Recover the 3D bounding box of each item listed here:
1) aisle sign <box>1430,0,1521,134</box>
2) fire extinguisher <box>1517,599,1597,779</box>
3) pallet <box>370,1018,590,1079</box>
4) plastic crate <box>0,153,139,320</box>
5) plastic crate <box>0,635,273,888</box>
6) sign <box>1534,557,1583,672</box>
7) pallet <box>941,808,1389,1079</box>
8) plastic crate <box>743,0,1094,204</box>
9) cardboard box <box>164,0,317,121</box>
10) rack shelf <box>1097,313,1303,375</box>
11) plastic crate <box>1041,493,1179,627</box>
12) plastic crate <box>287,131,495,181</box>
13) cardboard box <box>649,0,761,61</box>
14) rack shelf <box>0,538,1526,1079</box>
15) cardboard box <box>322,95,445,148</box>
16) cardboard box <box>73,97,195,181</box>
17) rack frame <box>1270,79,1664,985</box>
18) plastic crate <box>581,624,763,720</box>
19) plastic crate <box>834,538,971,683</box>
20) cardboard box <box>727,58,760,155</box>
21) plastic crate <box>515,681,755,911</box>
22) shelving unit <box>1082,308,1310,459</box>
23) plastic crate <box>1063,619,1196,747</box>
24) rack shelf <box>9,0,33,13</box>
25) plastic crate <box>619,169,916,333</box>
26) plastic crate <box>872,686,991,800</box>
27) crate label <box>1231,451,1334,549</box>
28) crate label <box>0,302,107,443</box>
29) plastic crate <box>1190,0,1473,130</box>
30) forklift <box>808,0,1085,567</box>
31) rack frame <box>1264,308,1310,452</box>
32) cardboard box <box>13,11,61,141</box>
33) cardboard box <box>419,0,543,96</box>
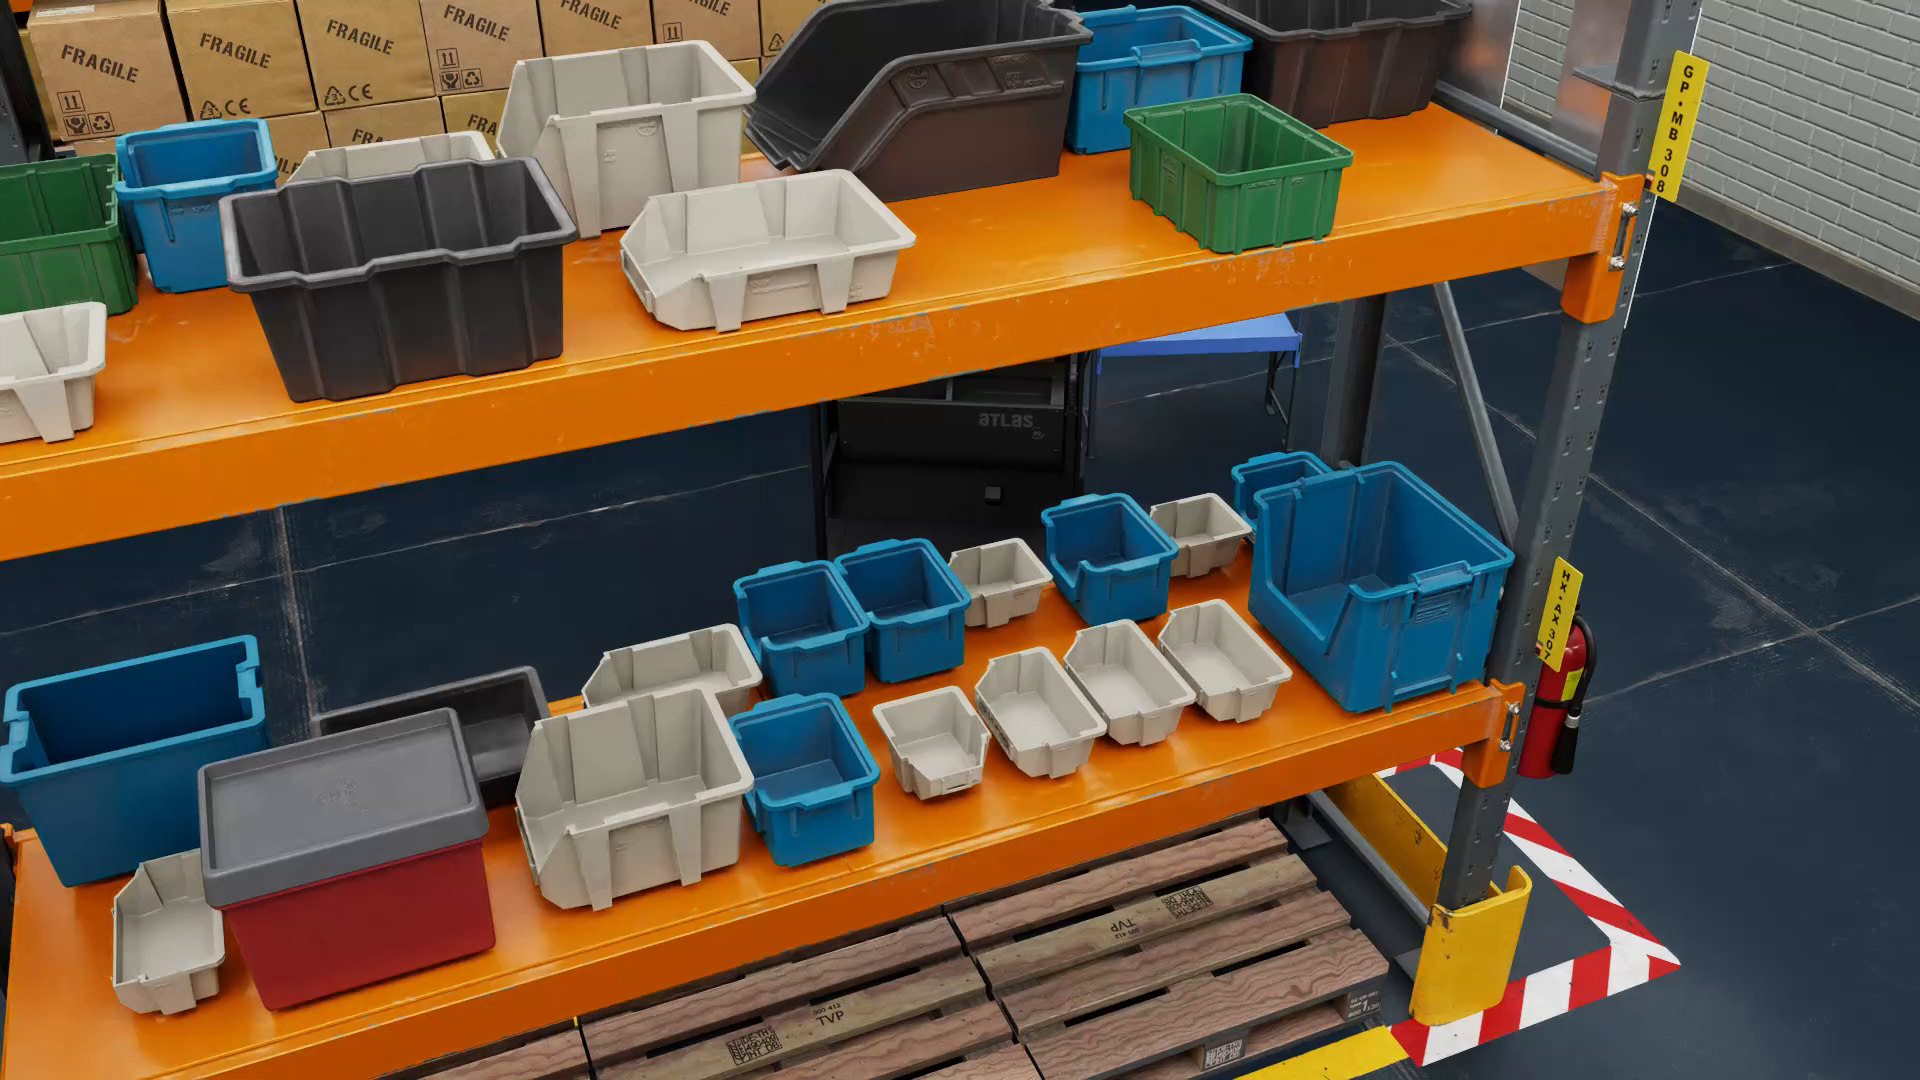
[{"bbox_3d":[1.355,-1.254,4.544,0.004,0.787,0.394,-13,35,-19],"label":"aisle sign"},{"bbox_3d":[1.718,0.385,4.820,0.183,0.674,0.296,-13,35,-19],"label":"fire extinguisher"},{"bbox_3d":[-1.622,1.838,4.731,1.213,0.211,1.003,-13,35,-19],"label":"pallet"},{"bbox_3d":[-2.011,-0.566,3.313,0.662,0.188,0.450,-13,35,-19],"label":"plastic crate"},{"bbox_3d":[-1.987,0.556,4.105,0.575,0.384,0.392,-13,35,-19],"label":"plastic crate"},{"bbox_3d":[1.631,0.205,4.536,0.005,0.325,0.100,-13,35,-19],"label":"sign"},{"bbox_3d":[0.628,1.323,5.523,1.213,0.211,1.003,-13,35,-19],"label":"pallet"},{"bbox_3d":[-0.112,-1.047,3.915,0.767,0.338,0.504,-13,35,-19],"label":"plastic crate"},{"bbox_3d":[-3.180,-2.175,7.335,0.500,0.500,0.500,-14,36,-20],"label":"cardboard box"},{"bbox_3d":[1.147,-1.043,8.307,1.000,0.185,0.538,-2,33,-4],"label":"rack shelf"},{"bbox_3d":[0.441,0.070,4.990,0.300,0.233,0.416,-13,35,-19],"label":"plastic crate"},{"bbox_3d":[-1.260,-0.762,3.663,0.466,0.136,0.293,-13,35,-19],"label":"plastic crate"},{"bbox_3d":[-1.280,-2.613,8.008,0.500,0.500,0.500,-12,35,-18],"label":"cardboard box"},{"bbox_3d":[-0.441,0.724,4.547,4.000,0.370,1.077,-13,35,-19],"label":"rack shelf"},{"bbox_3d":[-2.691,-1.874,7.788,0.500,0.500,0.500,-13,35,-19],"label":"cardboard box"},{"bbox_3d":[-3.624,-1.660,7.459,0.500,0.500,0.500,-12,35,-18],"label":"cardboard box"},{"bbox_3d":[1.403,0.000,5.000,0.127,3.000,1.000,-13,35,-19],"label":"rack frame"},{"bbox_3d":[-0.796,0.411,4.555,0.466,0.136,0.293,-13,35,-19],"label":"plastic crate"},{"bbox_3d":[-0.166,0.209,4.776,0.300,0.233,0.416,-13,35,-19],"label":"plastic crate"},{"bbox_3d":[-1.296,-2.191,8.275,0.500,0.500,0.500,-13,35,-19],"label":"cardboard box"},{"bbox_3d":[-0.806,0.639,4.071,0.530,0.282,0.437,-13,35,-19],"label":"plastic crate"},{"bbox_3d":[1.147,-1.194,8.209,1.048,1.500,0.538,-2,33,-4],"label":"shelving unit"},{"bbox_3d":[0.449,0.402,4.568,0.243,0.136,0.396,-13,35,-19],"label":"plastic crate"},{"bbox_3d":[-7.964,-3.414,10.906,4.000,0.370,1.077,-13,35,-19],"label":"rack shelf"},{"bbox_3d":[-0.406,-0.586,3.391,0.530,0.136,0.437,-13,35,-19],"label":"plastic crate"},{"bbox_3d":[-0.065,0.545,4.348,0.250,0.136,0.298,-13,35,-19],"label":"plastic crate"},{"bbox_3d":[1.048,-0.069,5.204,0.303,0.233,0.416,-13,35,-19],"label":"crate label"},{"bbox_3d":[-1.722,-0.260,2.891,0.466,0.136,0.293,-13,35,-19],"label":"crate label"},{"bbox_3d":[0.940,-1.262,4.308,0.590,0.269,0.497,-13,35,-19],"label":"plastic crate"},{"bbox_3d":[-0.049,-0.888,6.427,1.130,2.935,3.031,2,33,4],"label":"forklift"},{"bbox_3d":[1.653,-1.214,8.241,0.032,1.500,0.500,-2,33,-4],"label":"rack frame"},{"bbox_3d":[-6.669,-3.210,11.519,0.750,0.750,0.750,-12,35,-18],"label":"cardboard box"},{"bbox_3d":[-2.230,-2.393,7.669,0.500,0.500,0.500,-12,35,-17],"label":"cardboard box"}]
